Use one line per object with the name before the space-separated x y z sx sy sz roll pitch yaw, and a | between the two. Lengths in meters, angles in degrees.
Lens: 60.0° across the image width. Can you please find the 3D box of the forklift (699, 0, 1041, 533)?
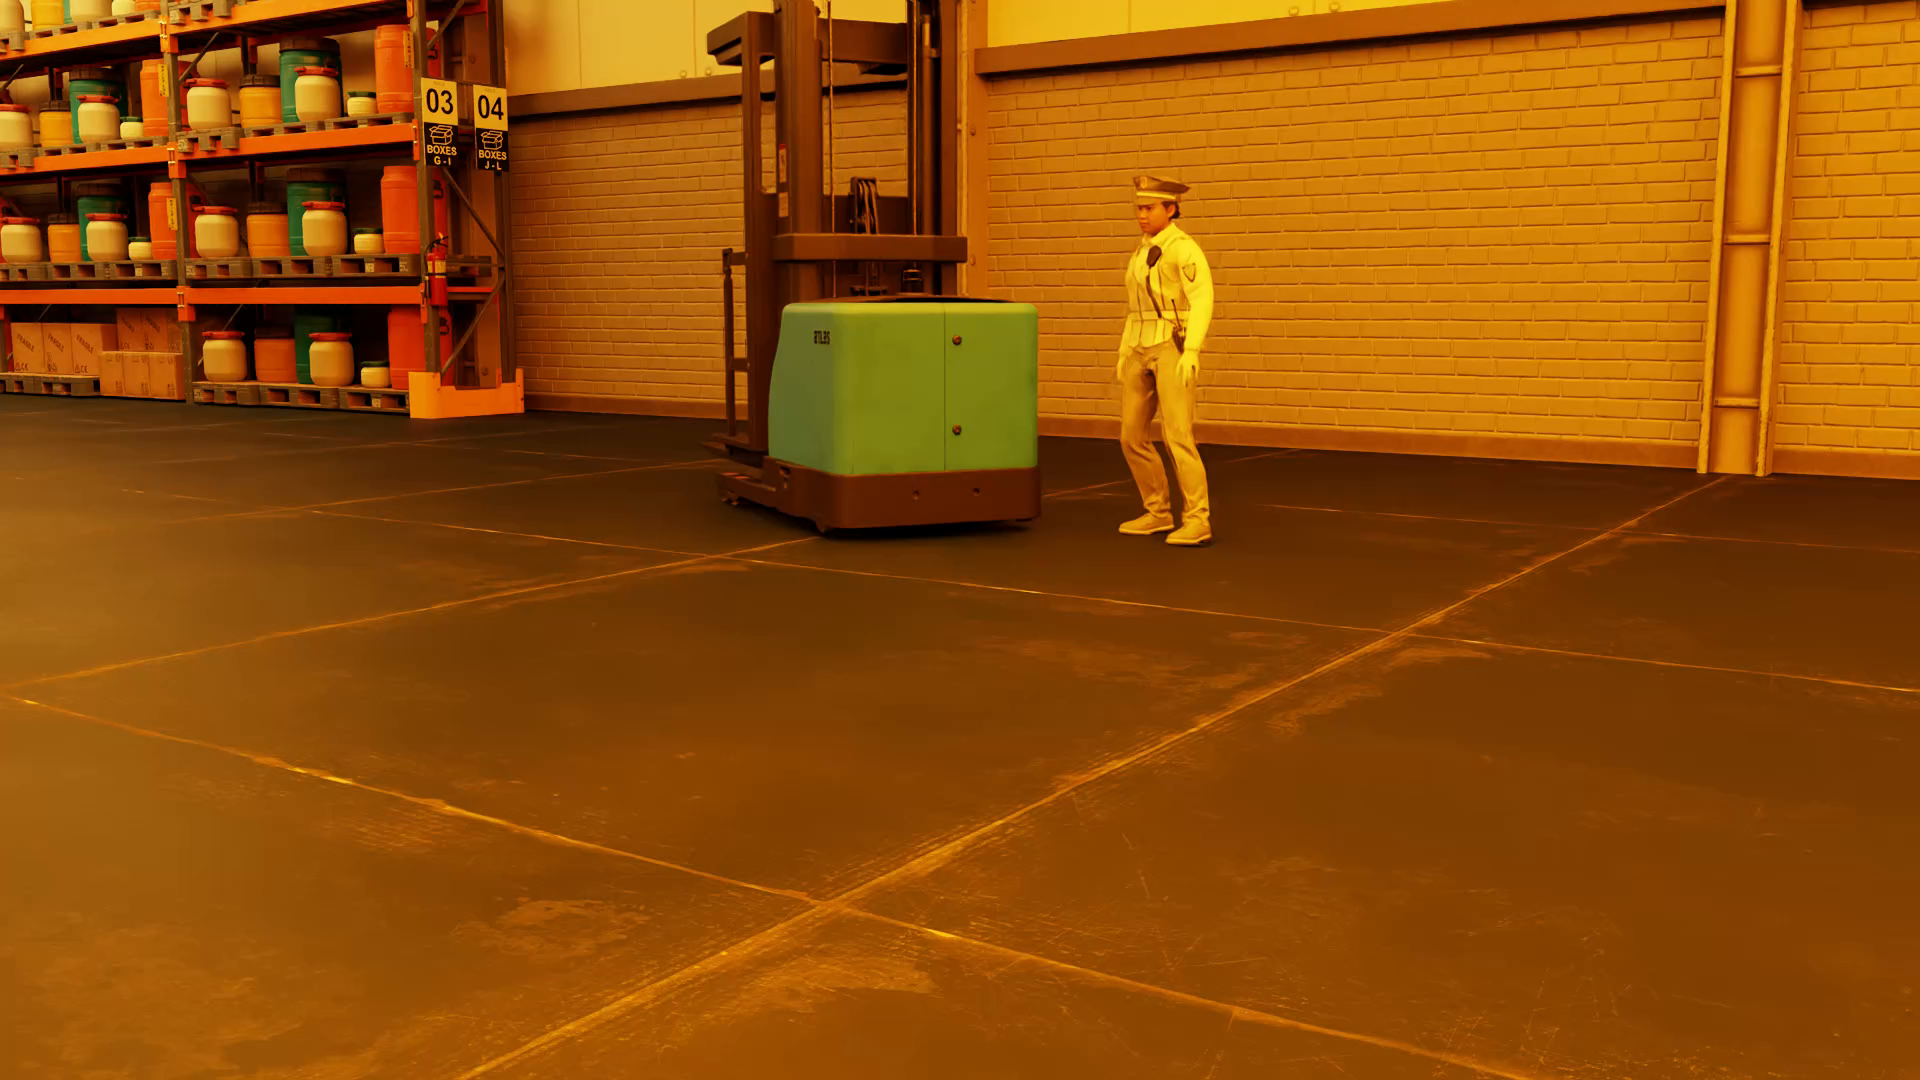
forklift | -0.678 -1.651 8.802 1.130 2.935 3.031 -4 9 -24

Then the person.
person | 0.930 -0.831 7.623 0.332 1.644 0.699 -4 9 -26
